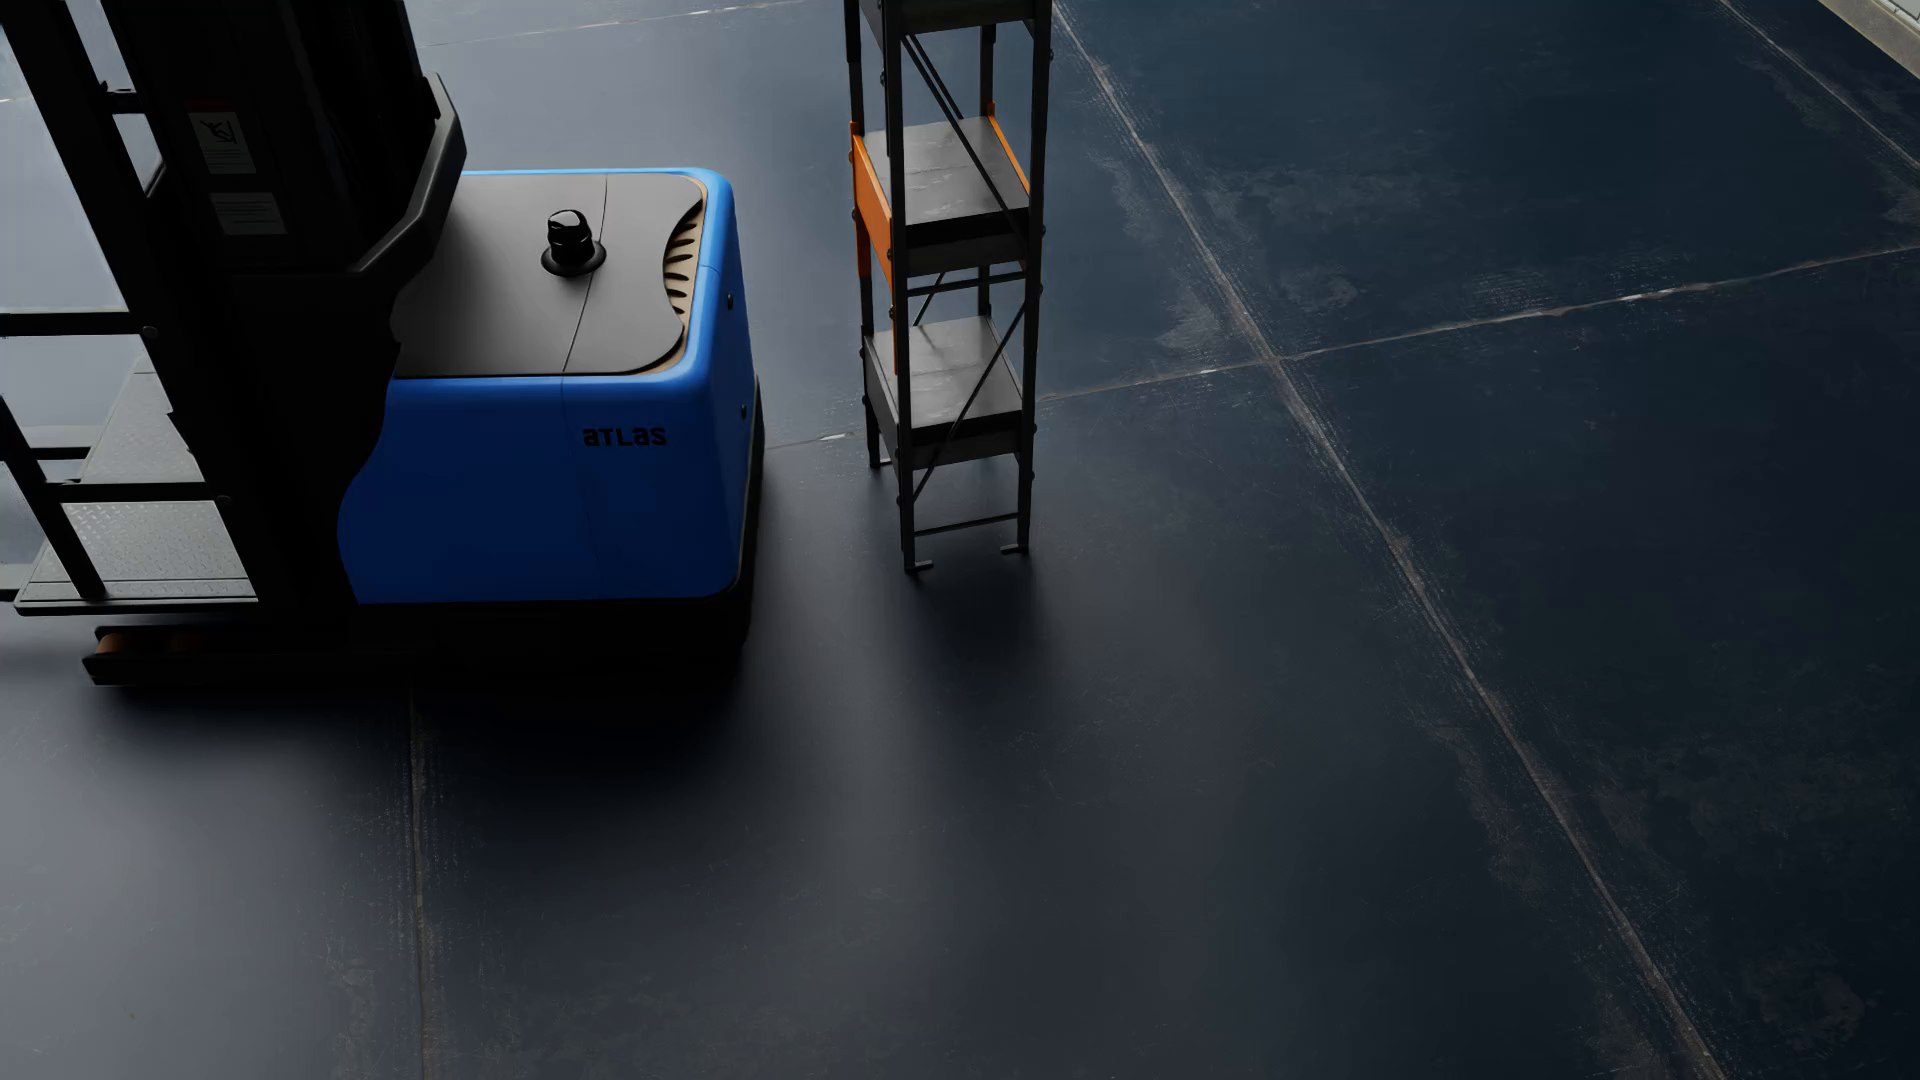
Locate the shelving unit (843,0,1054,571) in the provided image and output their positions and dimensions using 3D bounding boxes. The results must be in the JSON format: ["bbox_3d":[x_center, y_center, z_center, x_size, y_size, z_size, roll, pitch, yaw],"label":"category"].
[{"bbox_3d":[-0.042,-0.849,4.612,0.431,2.100,0.503,-11,47,-10],"label":"shelving unit"}]

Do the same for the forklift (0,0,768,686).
[{"bbox_3d":[-2.138,-0.986,4.164,3.031,2.935,1.130,-1,46,-1],"label":"forklift"}]

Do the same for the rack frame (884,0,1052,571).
[{"bbox_3d":[0.020,-0.681,4.447,0.400,2.100,0.015,-11,47,-10],"label":"rack frame"}]

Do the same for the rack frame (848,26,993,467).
[{"bbox_3d":[-0.105,-1.018,4.777,0.400,2.100,0.015,-11,47,-10],"label":"rack frame"}]

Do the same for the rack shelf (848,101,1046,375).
[{"bbox_3d":[-0.042,-0.840,4.622,0.431,0.518,0.480,-11,47,-10],"label":"rack shelf"}]

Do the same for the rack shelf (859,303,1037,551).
[{"bbox_3d":[-0.042,-0.350,5.122,0.431,0.518,0.480,-11,47,-10],"label":"rack shelf"}]

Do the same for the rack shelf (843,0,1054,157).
[{"bbox_3d":[-0.042,-1.330,4.122,0.431,0.518,0.480,-11,47,-10],"label":"rack shelf"}]
